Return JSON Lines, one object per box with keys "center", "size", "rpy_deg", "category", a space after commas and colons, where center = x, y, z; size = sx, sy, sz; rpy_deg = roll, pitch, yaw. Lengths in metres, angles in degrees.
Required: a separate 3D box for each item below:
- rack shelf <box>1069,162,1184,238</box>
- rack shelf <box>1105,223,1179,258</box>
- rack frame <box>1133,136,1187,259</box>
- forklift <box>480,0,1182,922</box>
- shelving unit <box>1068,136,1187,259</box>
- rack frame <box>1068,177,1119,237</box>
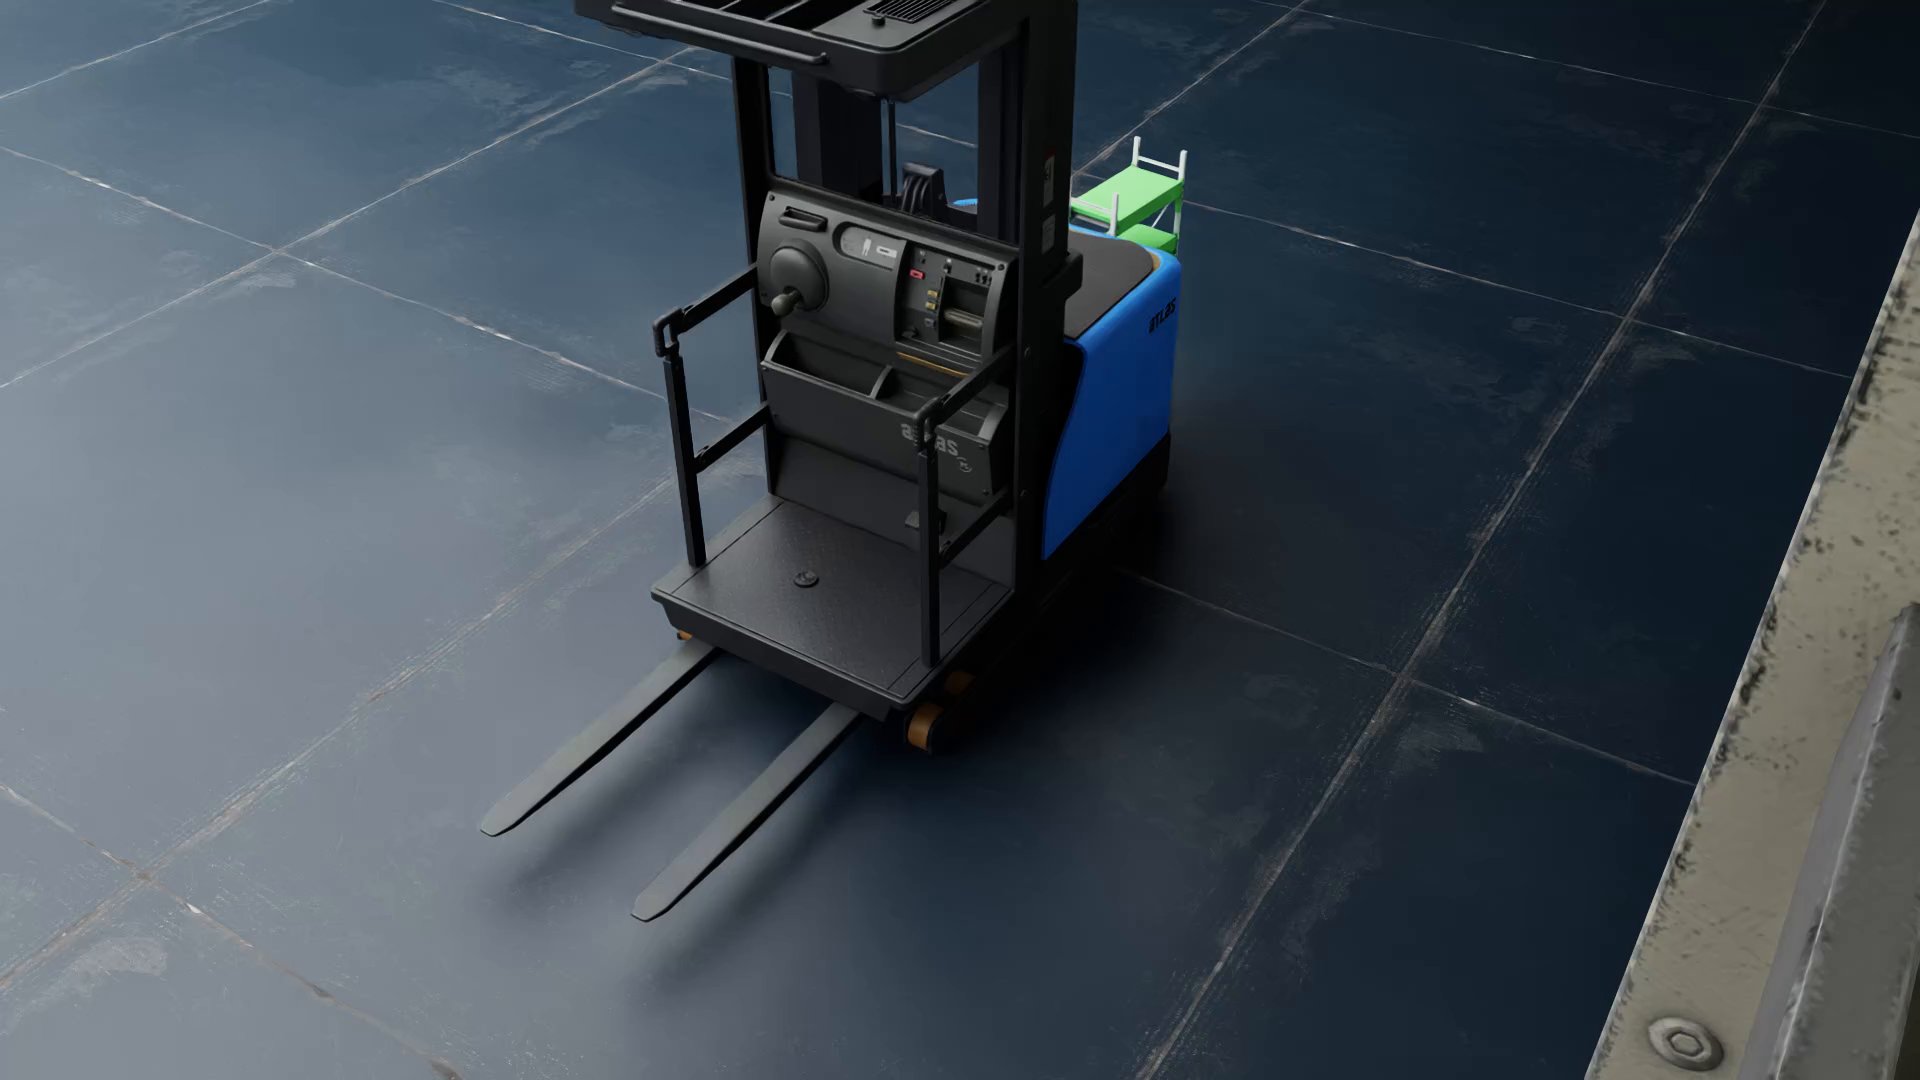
{"center": [0.654, -1.325, 6.627], "size": [0.258, 0.148, 0.480], "rpy_deg": [25, 44, 29], "category": "rack shelf"}
{"center": [0.652, -1.134, 6.772], "size": [0.258, 0.148, 0.480], "rpy_deg": [25, 44, 29], "category": "rack shelf"}
{"center": [0.800, -1.109, 7.033], "size": [0.240, 1.200, 0.015], "rpy_deg": [25, 44, 29], "category": "rack frame"}
{"center": [-0.371, -0.773, 5.179], "size": [1.130, 2.935, 3.031], "rpy_deg": [21, 42, 25], "category": "forklift"}
{"center": [0.651, -0.993, 6.878], "size": [0.258, 1.200, 0.503], "rpy_deg": [25, 44, 29], "category": "shelving unit"}
{"center": [0.501, -0.878, 6.724], "size": [0.240, 1.200, 0.015], "rpy_deg": [25, 44, 29], "category": "rack frame"}
